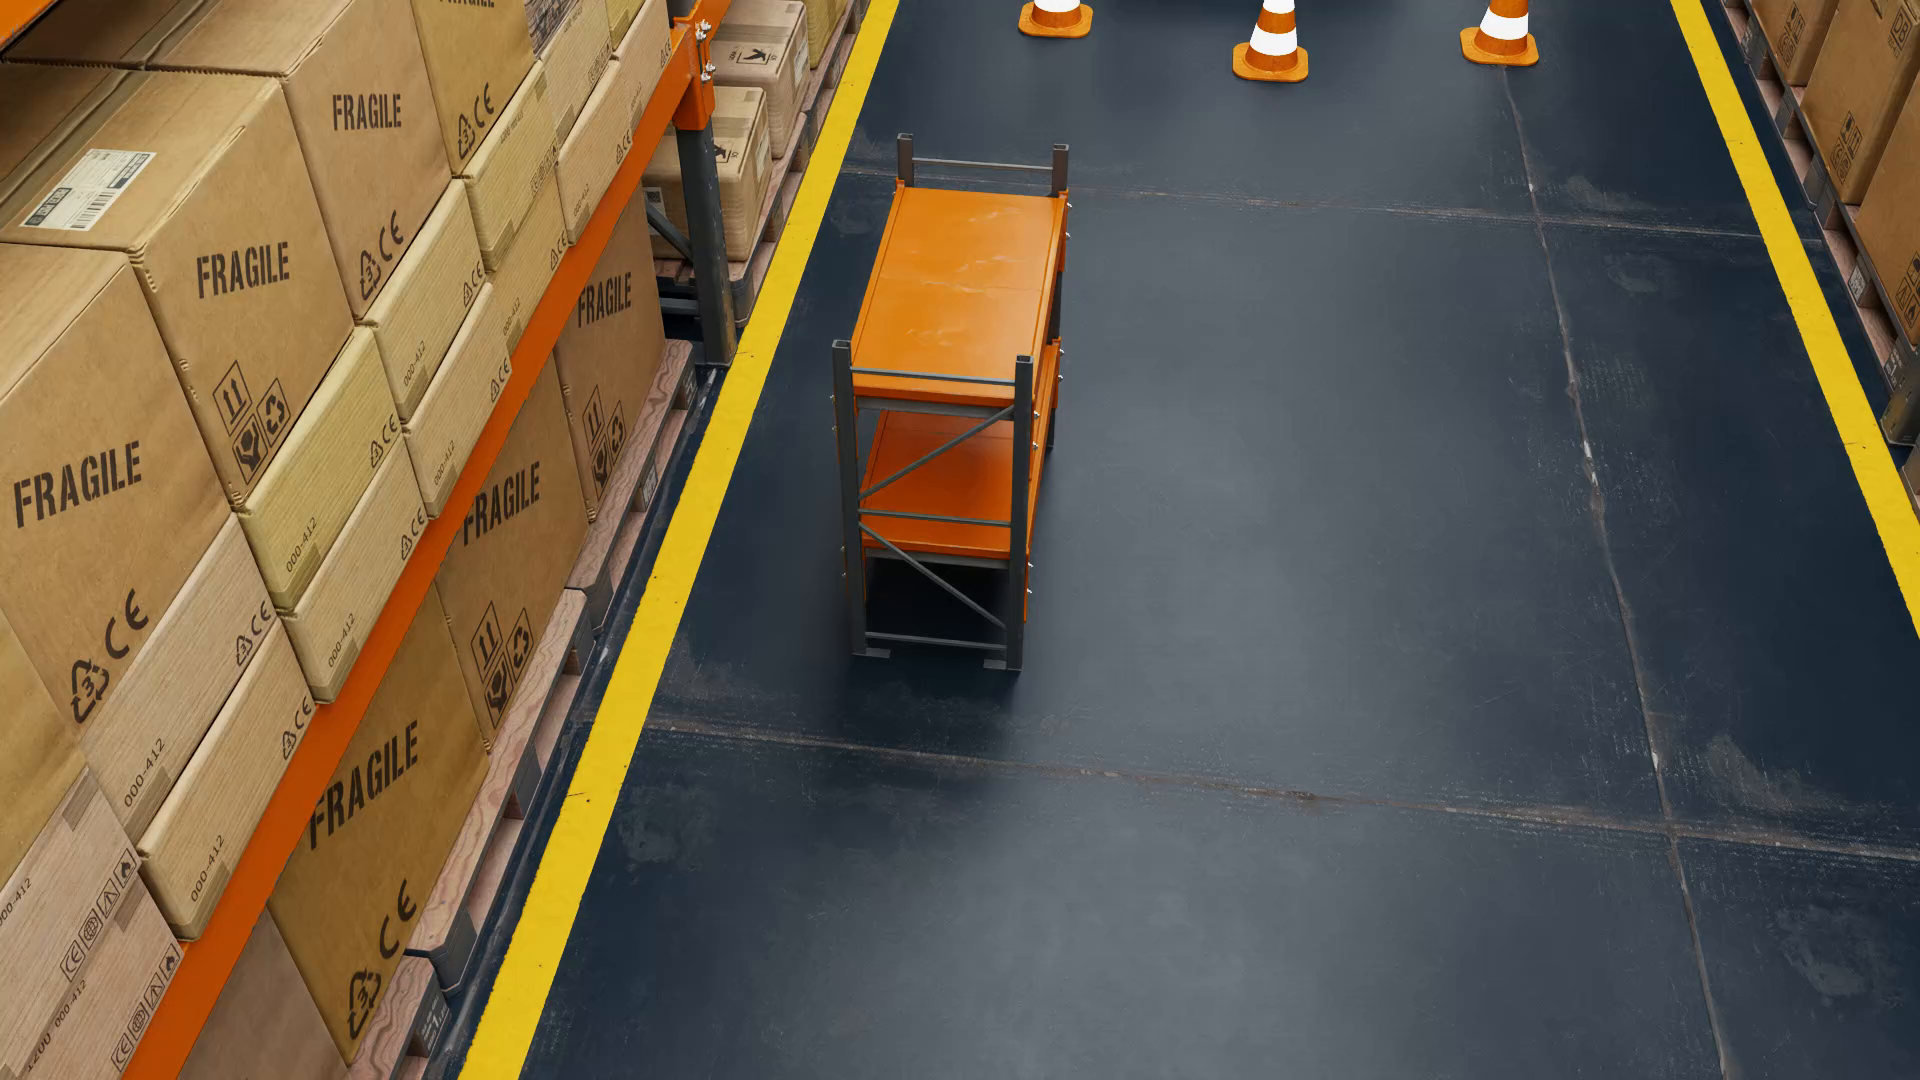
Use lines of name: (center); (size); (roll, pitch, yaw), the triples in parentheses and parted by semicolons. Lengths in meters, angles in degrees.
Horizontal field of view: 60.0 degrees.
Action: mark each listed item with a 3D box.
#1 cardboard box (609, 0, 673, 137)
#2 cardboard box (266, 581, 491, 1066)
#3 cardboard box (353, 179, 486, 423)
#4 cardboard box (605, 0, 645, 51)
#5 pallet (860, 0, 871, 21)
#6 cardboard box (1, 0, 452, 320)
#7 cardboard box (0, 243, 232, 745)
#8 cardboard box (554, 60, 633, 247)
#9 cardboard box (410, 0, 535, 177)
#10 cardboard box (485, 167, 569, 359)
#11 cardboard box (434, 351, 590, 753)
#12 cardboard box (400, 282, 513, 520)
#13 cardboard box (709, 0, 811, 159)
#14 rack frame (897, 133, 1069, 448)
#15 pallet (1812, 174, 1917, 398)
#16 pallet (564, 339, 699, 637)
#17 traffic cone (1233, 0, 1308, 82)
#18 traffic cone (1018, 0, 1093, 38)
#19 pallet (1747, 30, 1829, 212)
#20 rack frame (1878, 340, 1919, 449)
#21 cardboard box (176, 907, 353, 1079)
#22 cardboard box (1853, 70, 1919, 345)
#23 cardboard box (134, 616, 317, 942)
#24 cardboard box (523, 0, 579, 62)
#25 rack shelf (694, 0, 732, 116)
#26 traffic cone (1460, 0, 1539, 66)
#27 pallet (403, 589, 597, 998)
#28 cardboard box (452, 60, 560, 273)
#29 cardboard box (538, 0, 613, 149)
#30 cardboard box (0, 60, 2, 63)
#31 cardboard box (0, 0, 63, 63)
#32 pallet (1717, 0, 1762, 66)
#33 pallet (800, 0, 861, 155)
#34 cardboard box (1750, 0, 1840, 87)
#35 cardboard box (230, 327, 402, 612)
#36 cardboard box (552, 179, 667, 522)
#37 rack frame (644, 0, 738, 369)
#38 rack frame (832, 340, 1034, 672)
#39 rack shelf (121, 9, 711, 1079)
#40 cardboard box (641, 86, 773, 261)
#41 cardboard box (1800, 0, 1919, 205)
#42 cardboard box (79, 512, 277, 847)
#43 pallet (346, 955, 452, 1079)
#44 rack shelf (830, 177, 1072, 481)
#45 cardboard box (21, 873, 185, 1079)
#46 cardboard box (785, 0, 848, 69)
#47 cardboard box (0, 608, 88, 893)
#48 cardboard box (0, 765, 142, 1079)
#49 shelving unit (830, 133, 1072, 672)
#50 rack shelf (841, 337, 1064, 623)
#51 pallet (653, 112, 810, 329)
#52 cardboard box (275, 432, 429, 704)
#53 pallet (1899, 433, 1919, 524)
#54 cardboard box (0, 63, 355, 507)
cardboard box: (-1.111, -1.359, 4.612); (0.500, 0.250, 0.500); (4, 44, 4)
cardboard box: (-1.716, 0.518, 3.762); (0.875, 0.875, 0.875); (6, 44, 7)
cardboard box: (-1.294, -0.501, 3.343); (0.500, 0.250, 0.500); (4, 44, 4)
cardboard box: (-1.114, -1.555, 4.456); (0.500, 0.250, 0.500); (5, 44, 5)
pallet: (-0.874, -2.964, 8.227); (1.003, 0.211, 1.213); (5, 44, 6)
cardboard box: (-1.317, -0.772, 3.084); (0.500, 0.500, 0.500); (5, 44, 5)
cardboard box: (-1.447, -0.078, 2.350); (0.500, 0.500, 0.500); (5, 44, 5)
cardboard box: (-1.163, -1.009, 4.243); (0.500, 0.250, 0.500); (6, 44, 6)
cardboard box: (-1.243, -1.116, 3.447); (0.500, 0.500, 0.500); (5, 44, 6)
cardboard box: (-1.246, -0.667, 3.882); (0.500, 0.250, 0.500); (5, 44, 5)
cardboard box: (-1.597, -0.092, 4.405); (0.875, 0.875, 0.875); (6, 44, 6)
cardboard box: (-1.285, -0.317, 3.512); (0.500, 0.250, 0.500); (5, 44, 5)
cardboard box: (-1.127, -1.867, 6.646); (0.950, 0.372, 0.625); (4, 44, 5)
rack frame: (0.066, -0.750, 5.224); (0.500, 1.125, 0.032); (5, 44, 6)
pallet: (3.797, -0.918, 6.066); (1.003, 0.211, 1.213); (5, 44, 6)
pallet: (-1.480, -0.238, 5.348); (1.003, 0.211, 1.213); (5, 44, 6)
traffic cone: (1.404, -2.325, 7.369); (0.336, 0.463, 0.334); (5, 44, 6)
traffic cone: (0.451, -2.614, 7.674); (0.336, 0.463, 0.334); (5, 44, 6)
pallet: (3.961, -1.747, 6.942); (1.003, 0.211, 1.213); (5, 44, 6)
rack frame: (3.618, -1.400, 4.547); (1.000, 3.000, 0.127); (5, 44, 6)
cardboard box: (-1.828, 1.134, 3.111); (0.875, 0.875, 0.875); (6, 44, 7)
cardboard box: (3.788, -1.143, 5.606); (1.050, 0.750, 0.750); (5, 44, 5)
cardboard box: (-1.444, 0.370, 2.786); (0.500, 0.250, 0.500); (4, 44, 4)
cardboard box: (-1.170, -1.454, 3.804); (0.500, 0.500, 0.500); (6, 44, 6)
rack shelf: (-1.037, -2.883, 6.637); (1.077, 0.370, 4.000); (5, 44, 6)
traffic cone: (2.473, -2.429, 7.478); (0.336, 0.463, 0.334); (5, 44, 6)
pallet: (-1.644, 0.591, 4.473); (1.003, 0.211, 1.213); (5, 44, 6)
cardboard box: (-1.225, -0.855, 3.717); (0.500, 0.250, 0.500); (4, 44, 4)
cardboard box: (-1.178, -1.206, 4.087); (0.500, 0.250, 0.500); (4, 44, 4)
cardboard box: (-1.873, -0.479, 2.774); (0.500, 0.500, 0.500); (6, 44, 7)
cardboard box: (-1.819, -0.833, 3.148); (0.500, 0.500, 0.500); (6, 44, 6)
pallet: (4.120, -2.581, 7.822); (1.003, 0.211, 1.213); (5, 44, 6)
pallet: (-1.033, -2.130, 7.346); (1.003, 0.211, 1.213); (5, 44, 6)
cardboard box: (4.023, -2.374, 6.906); (1.050, 0.750, 0.750); (5, 44, 6)
cardboard box: (-1.358, -0.156, 2.979); (0.500, 0.250, 0.500); (6, 44, 6)
cardboard box: (-1.475, -0.699, 5.047); (0.875, 0.875, 0.875); (5, 44, 5)
rack frame: (-1.302, -1.781, 4.950); (1.000, 3.000, 0.127); (5, 44, 6)
rack frame: (-0.068, -0.057, 4.493); (0.500, 1.125, 0.032); (5, 44, 6)
rack shelf: (-1.566, -0.157, 3.758); (1.077, 0.370, 4.000); (5, 44, 6)
cardboard box: (-1.217, -1.364, 6.115); (0.950, 0.372, 0.625); (3, 43, 3)
cardboard box: (3.900, -1.739, 6.236); (1.050, 0.750, 0.750); (6, 44, 6)
cardboard box: (-1.452, 0.185, 2.618); (0.500, 0.250, 0.500); (6, 44, 6)
pallet: (-1.803, 1.425, 3.592); (1.003, 0.211, 1.213); (5, 44, 6)
rack shelf: (-0.001, -0.616, 4.657); (0.538, 0.278, 1.000); (5, 44, 6)
cardboard box: (-1.511, 0.723, 2.414); (0.500, 0.250, 0.500); (4, 44, 5)
cardboard box: (-1.021, -2.384, 7.192); (0.950, 0.372, 0.625); (7, 44, 7)
cardboard box: (-1.487, 0.272, 1.982); (0.500, 0.500, 0.500); (6, 44, 6)
cardboard box: (-1.493, 0.543, 2.240); (0.500, 0.250, 0.500); (4, 44, 4)
shelving unit: (-0.001, -0.404, 4.858); (0.538, 1.125, 1.048); (5, 44, 6)
rack shelf: (-0.001, -0.226, 5.027); (0.538, 0.278, 1.000); (5, 44, 6)
pallet: (-1.197, -1.301, 6.471); (1.003, 0.211, 1.213); (5, 44, 6)
cardboard box: (-1.360, 0.023, 3.154); (0.500, 0.250, 0.500); (5, 44, 5)
pallet: (3.514, 0.145, 4.944); (1.003, 0.211, 1.213); (5, 44, 6)
cardboard box: (-1.379, -0.419, 2.711); (0.500, 0.500, 0.500); (4, 44, 4)
